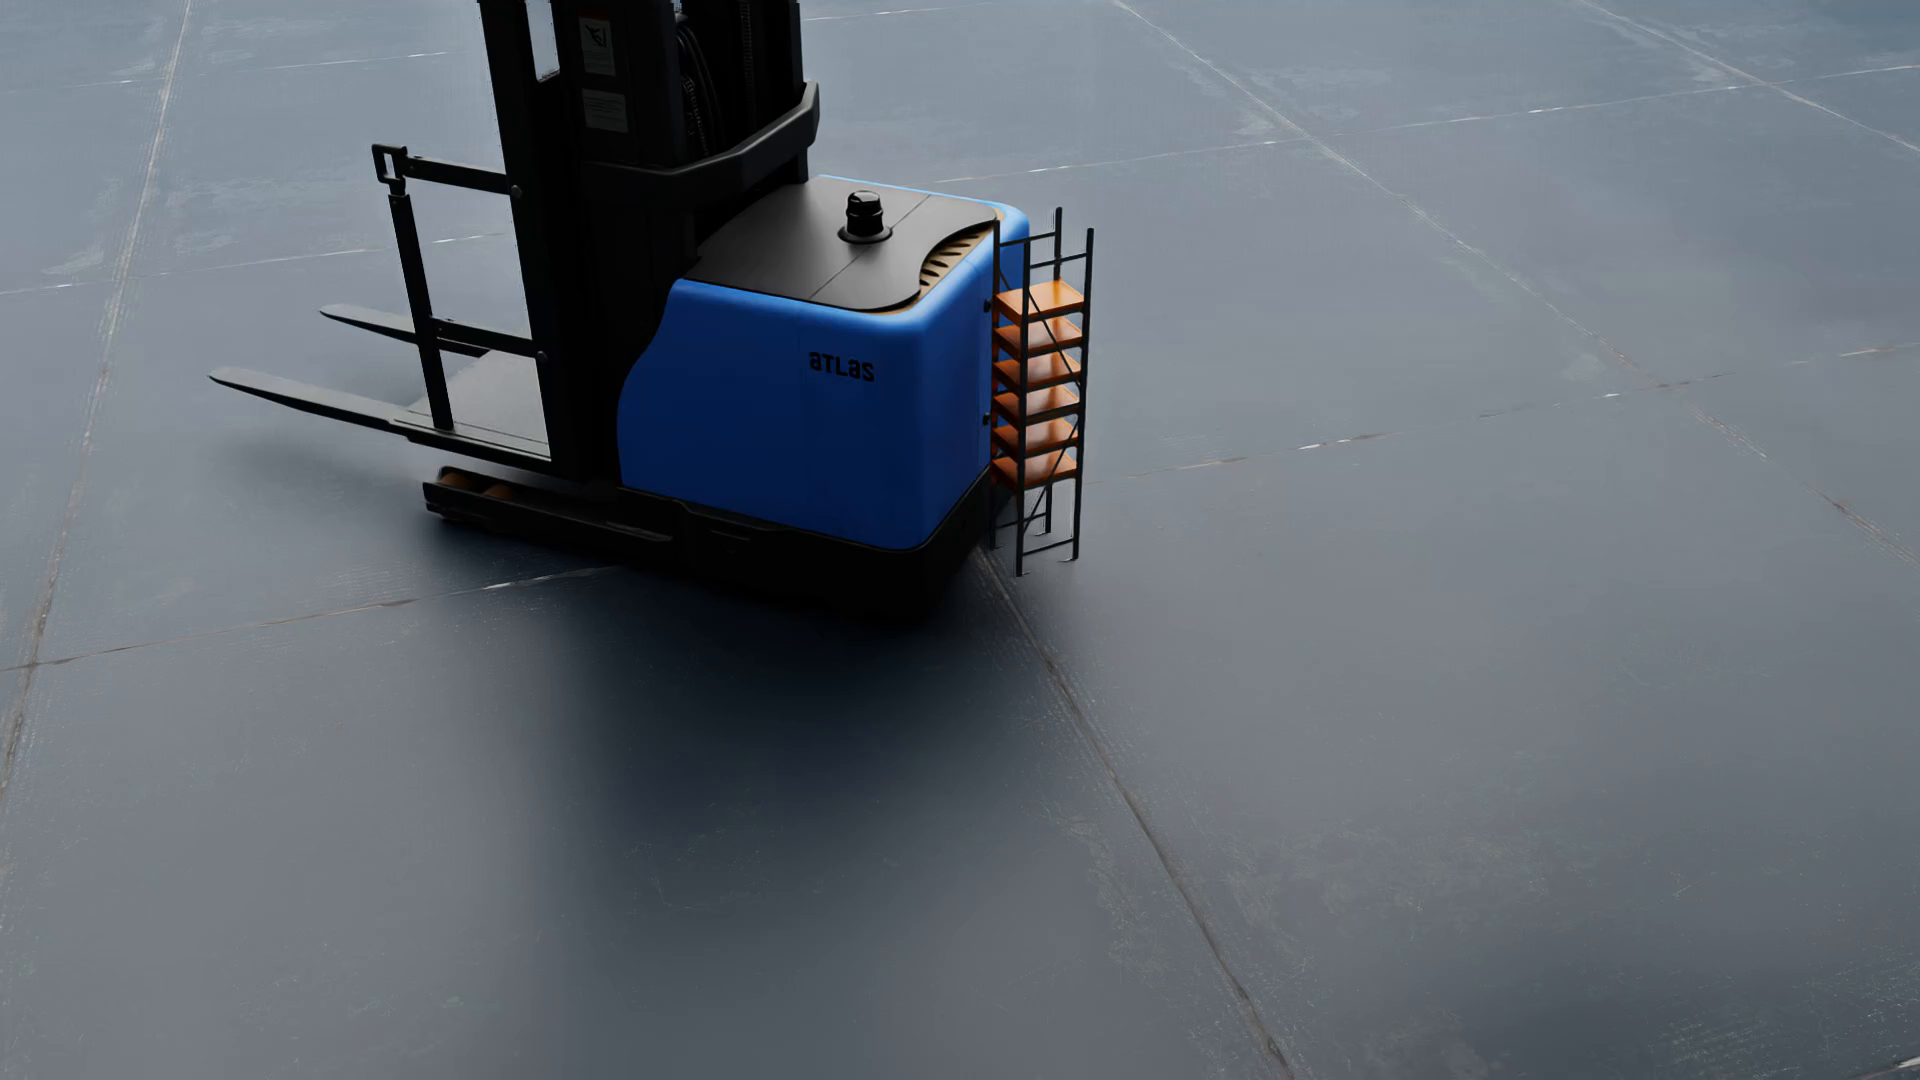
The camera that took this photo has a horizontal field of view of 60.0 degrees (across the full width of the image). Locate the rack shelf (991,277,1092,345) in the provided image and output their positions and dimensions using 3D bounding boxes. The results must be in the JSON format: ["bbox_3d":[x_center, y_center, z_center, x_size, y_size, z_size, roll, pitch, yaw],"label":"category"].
[{"bbox_3d":[0.252,-0.714,5.170,0.258,0.103,0.180,-16,37,-23],"label":"rack shelf"}]

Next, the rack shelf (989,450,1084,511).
[{"bbox_3d":[0.252,-0.214,5.501,0.258,0.103,0.180,-16,37,-23],"label":"rack shelf"}]

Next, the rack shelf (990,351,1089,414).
[{"bbox_3d":[0.252,-0.514,5.303,0.258,0.103,0.180,-16,37,-23],"label":"rack shelf"}]

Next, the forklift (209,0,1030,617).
[{"bbox_3d":[-1.322,-1.500,5.361,3.031,2.935,1.130,13,36,19],"label":"forklift"}]

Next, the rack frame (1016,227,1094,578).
[{"bbox_3d":[0.295,-0.406,5.277,0.240,1.200,0.006,-16,37,-23],"label":"rack frame"}]

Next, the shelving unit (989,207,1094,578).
[{"bbox_3d":[0.252,-0.451,5.344,0.258,1.200,0.189,-16,37,-23],"label":"shelving unit"}]

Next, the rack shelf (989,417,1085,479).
[{"bbox_3d":[0.252,-0.314,5.435,0.258,0.103,0.180,-16,37,-23],"label":"rack shelf"}]

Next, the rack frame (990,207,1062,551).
[{"bbox_3d":[0.209,-0.496,5.412,0.240,1.200,0.006,-16,37,-23],"label":"rack frame"}]

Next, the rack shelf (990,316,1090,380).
[{"bbox_3d":[0.252,-0.614,5.236,0.258,0.103,0.180,-16,37,-23],"label":"rack shelf"}]

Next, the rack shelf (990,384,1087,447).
[{"bbox_3d":[0.252,-0.414,5.369,0.258,0.103,0.180,-16,37,-23],"label":"rack shelf"}]
